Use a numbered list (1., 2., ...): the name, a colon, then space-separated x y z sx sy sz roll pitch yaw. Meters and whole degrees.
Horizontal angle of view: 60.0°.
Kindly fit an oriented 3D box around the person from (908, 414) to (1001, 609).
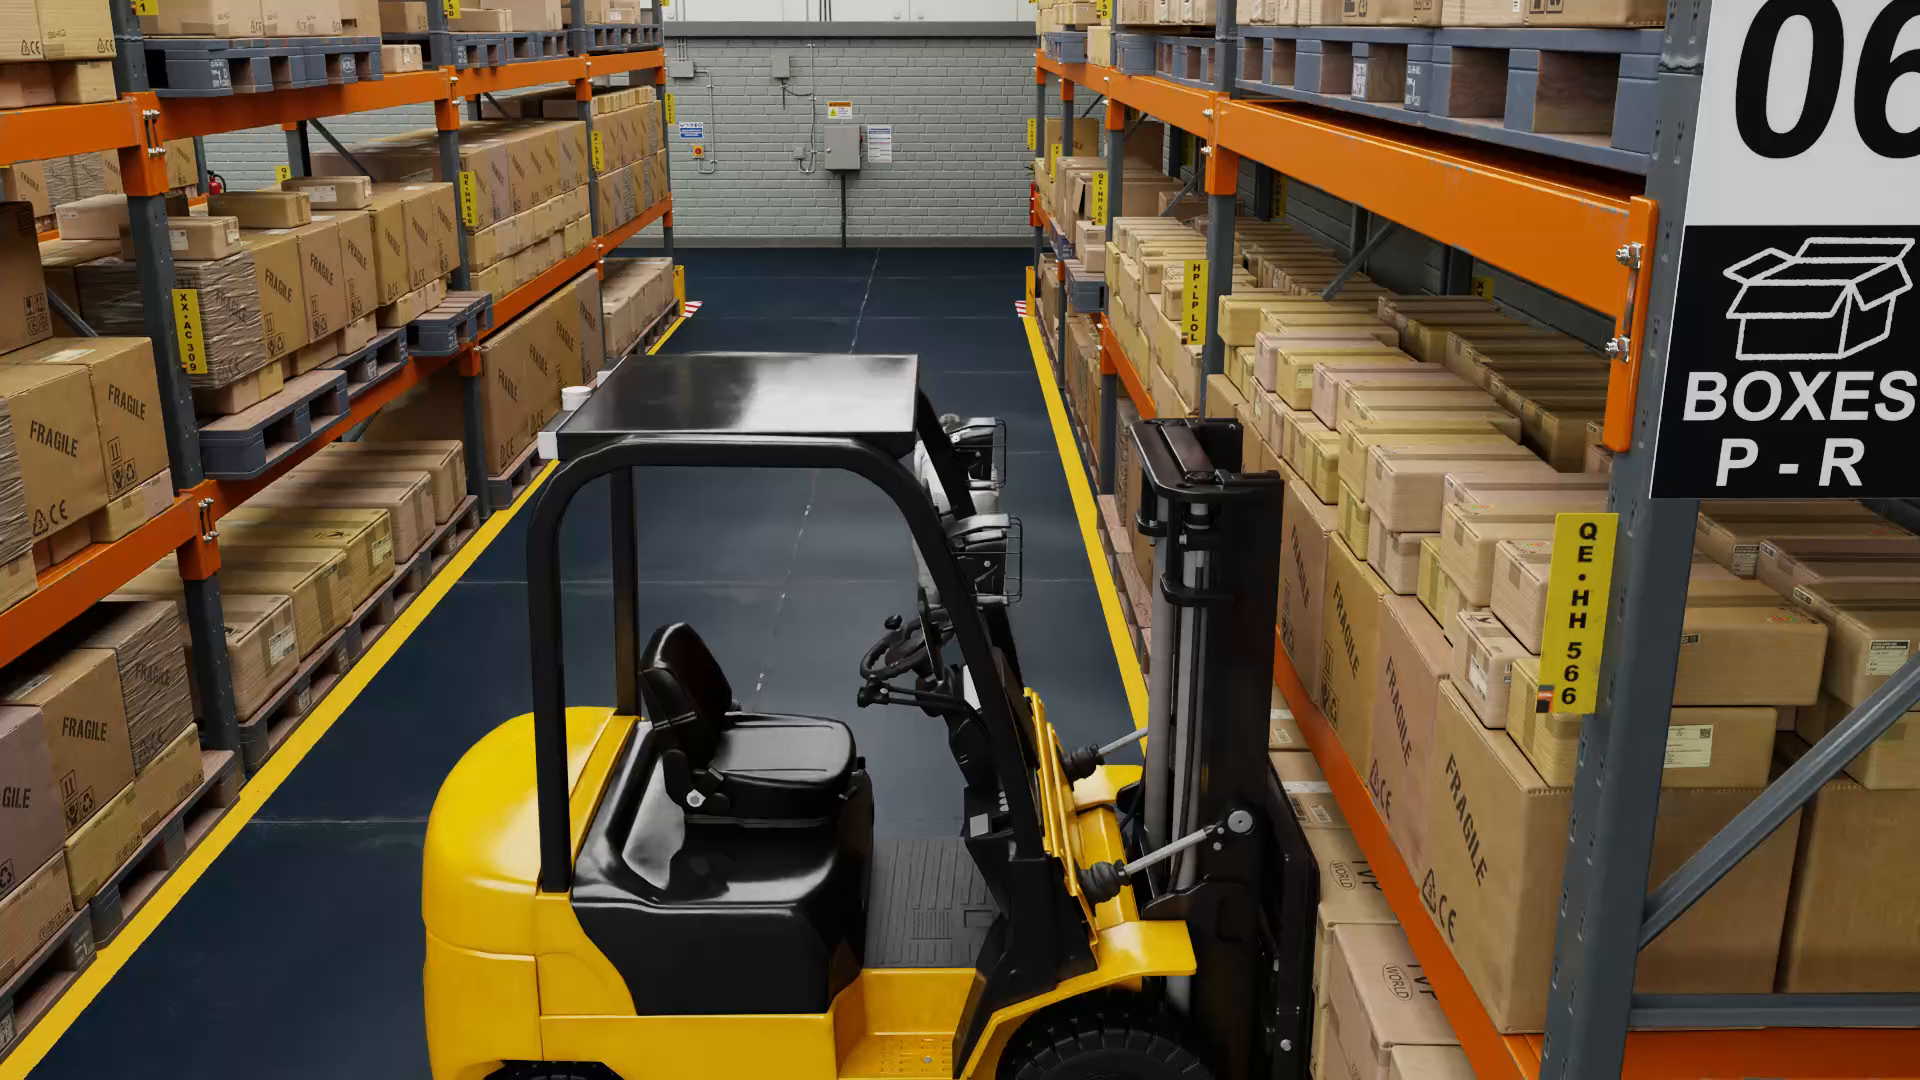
1. person: -0.027 -0.151 9.215 0.521 0.966 0.935 -1 17 -2
